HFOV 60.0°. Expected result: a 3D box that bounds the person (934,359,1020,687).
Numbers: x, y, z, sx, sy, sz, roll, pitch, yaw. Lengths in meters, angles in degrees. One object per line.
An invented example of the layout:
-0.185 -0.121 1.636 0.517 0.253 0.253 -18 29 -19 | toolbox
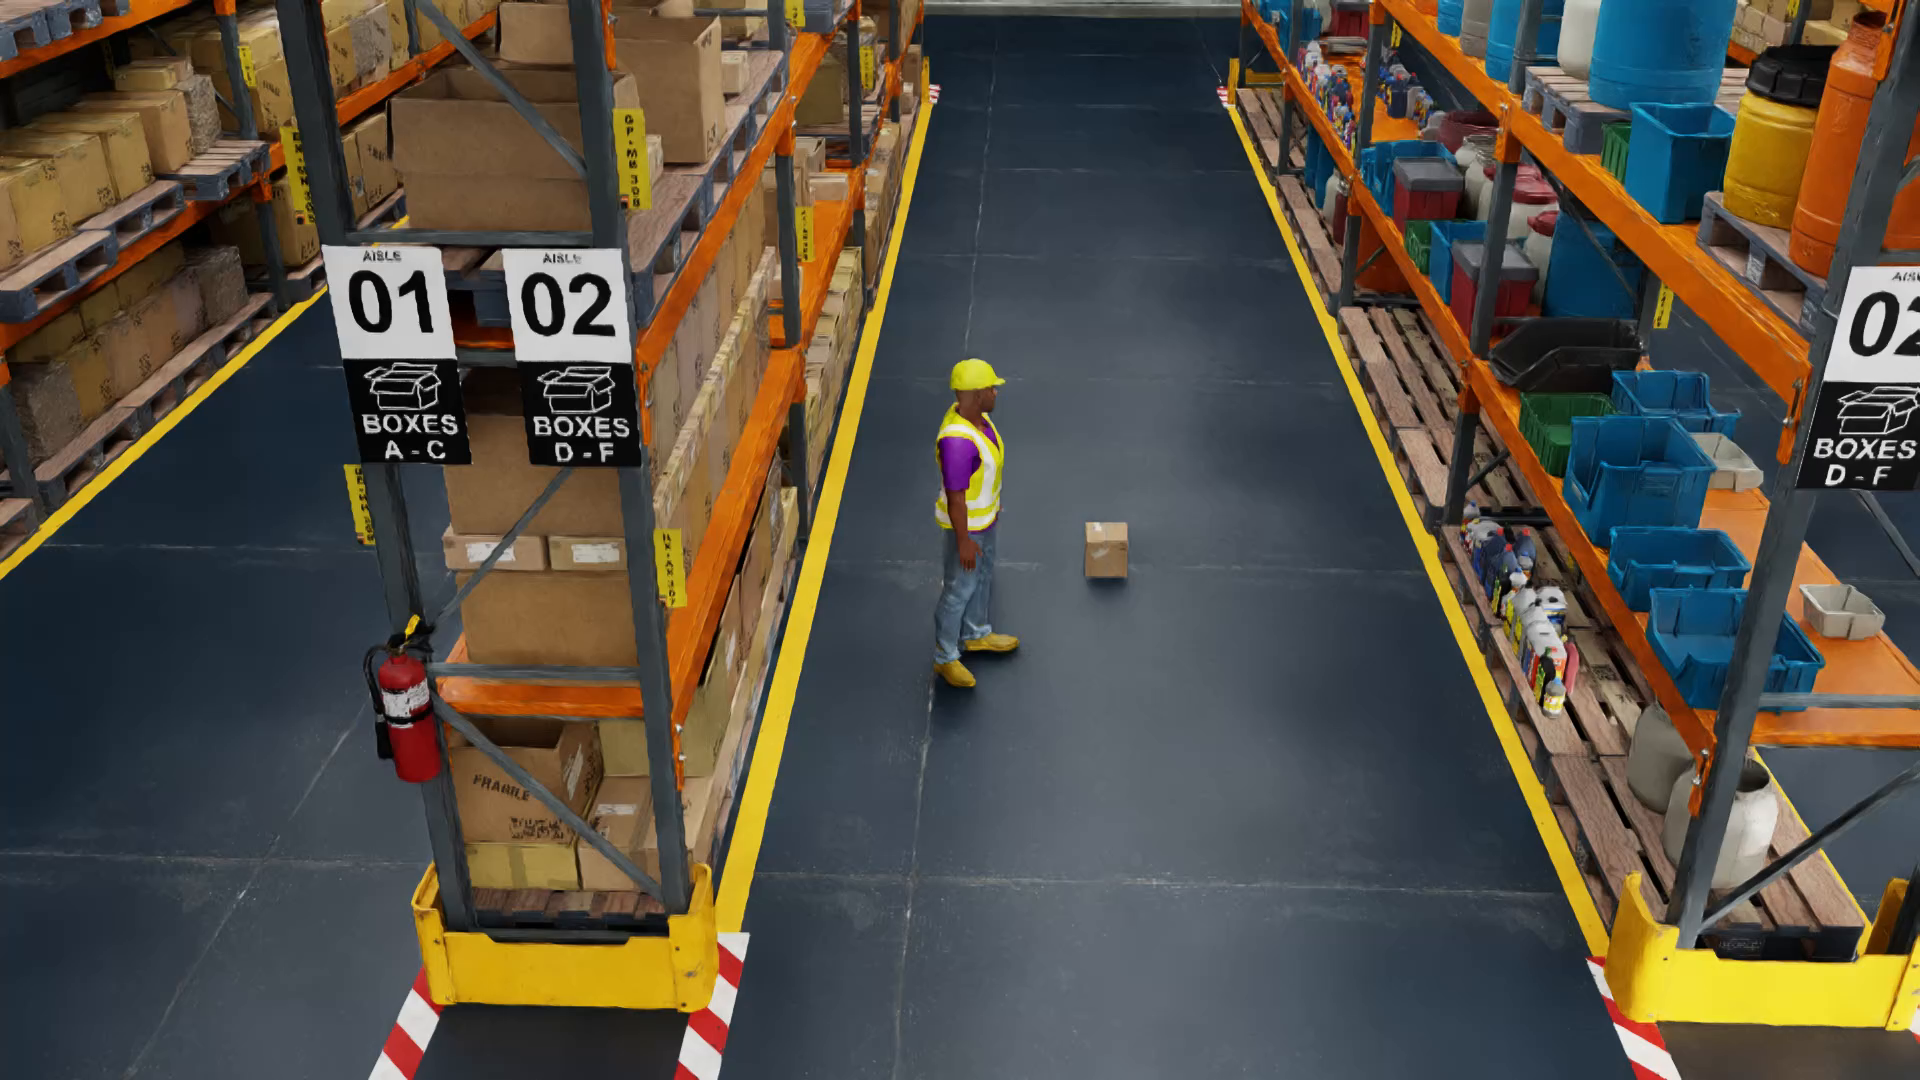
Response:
0.085 -0.116 8.763 0.419 1.760 0.631 7 29 12 | person
